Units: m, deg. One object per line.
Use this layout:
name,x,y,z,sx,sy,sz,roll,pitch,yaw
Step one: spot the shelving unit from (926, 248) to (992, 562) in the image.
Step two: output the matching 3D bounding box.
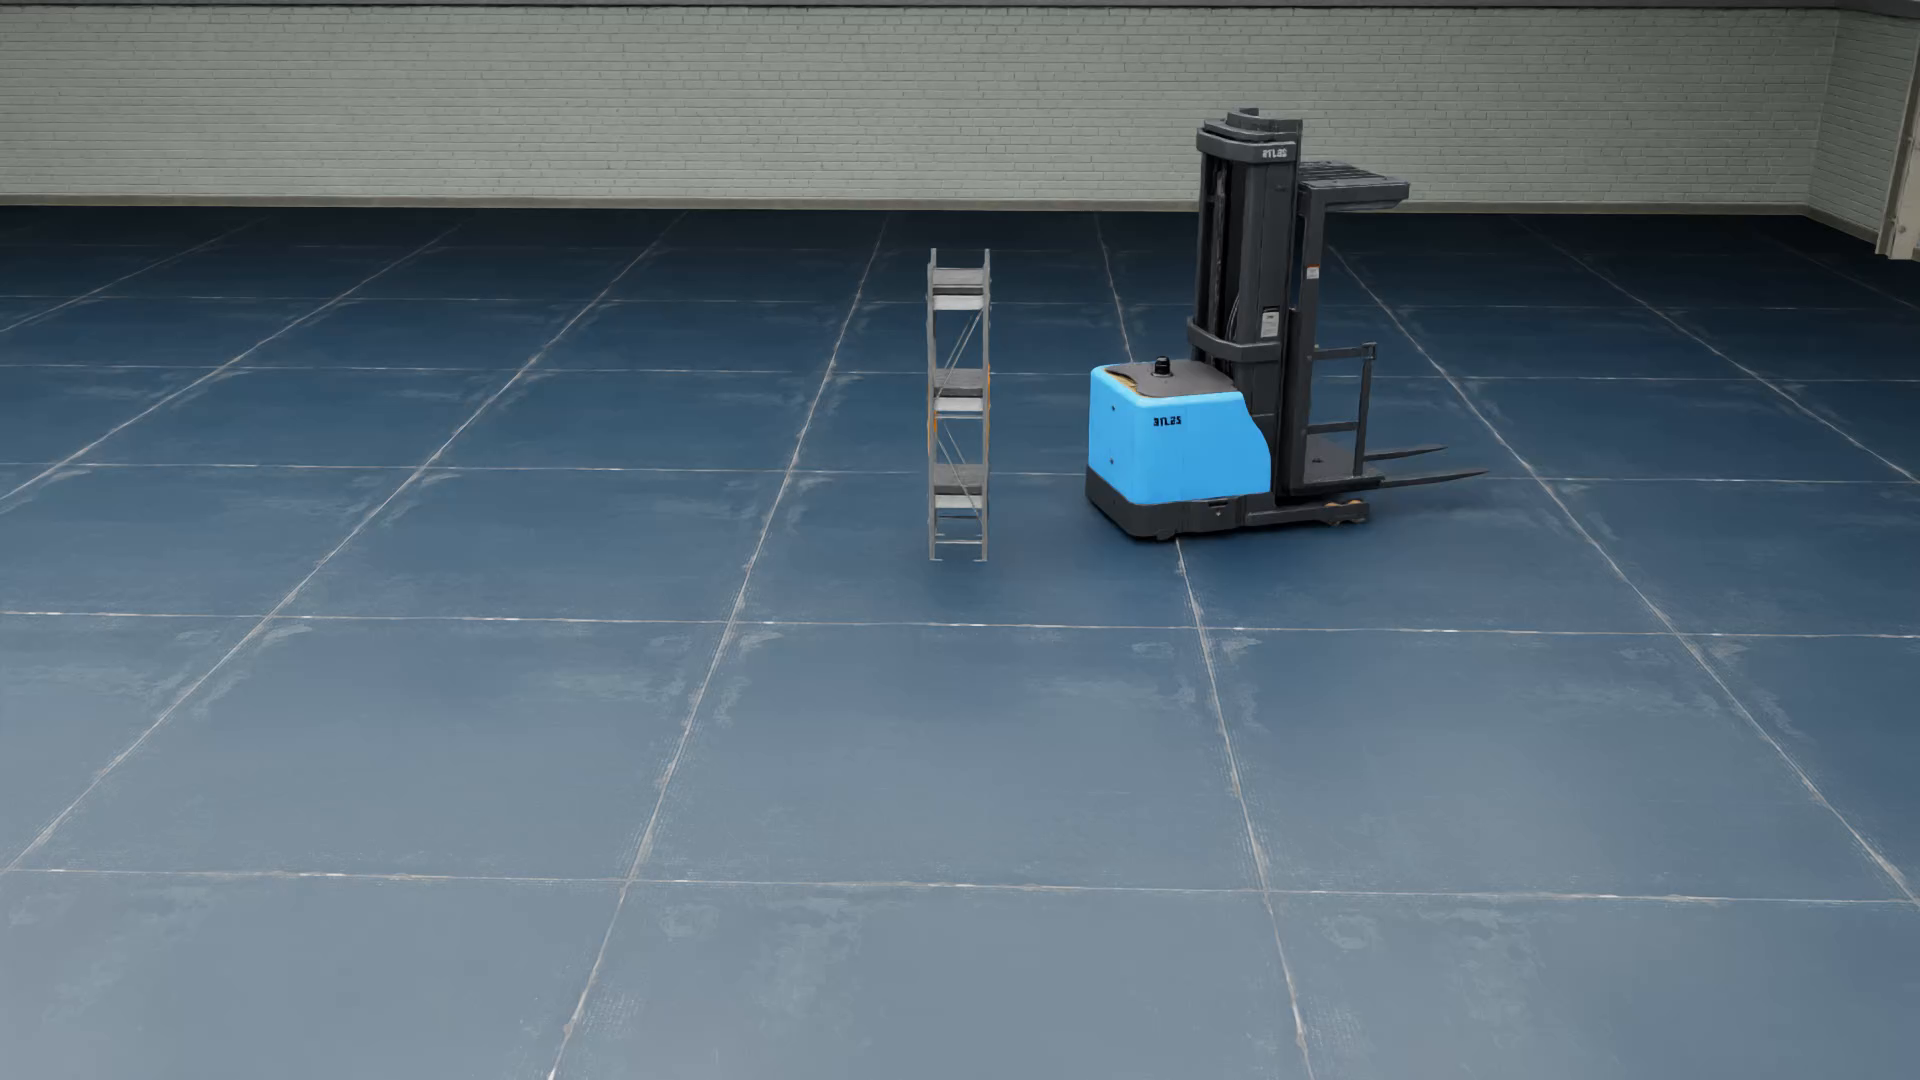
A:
shelving unit,-0.005,-0.919,11.495,0.431,2.100,0.503,1,21,2

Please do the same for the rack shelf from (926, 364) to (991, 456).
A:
rack shelf,-0.005,-0.906,11.500,0.431,0.518,0.480,1,21,2

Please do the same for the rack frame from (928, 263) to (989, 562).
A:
rack frame,-0.012,-0.831,11.267,0.400,2.100,0.015,1,21,2

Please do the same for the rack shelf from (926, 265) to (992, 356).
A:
rack shelf,-0.005,-1.559,11.247,0.431,0.518,0.480,1,21,2

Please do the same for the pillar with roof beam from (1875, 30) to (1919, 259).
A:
pillar with roof beam,7.764,-7.909,19.973,9.100,9.000,0.400,1,21,2

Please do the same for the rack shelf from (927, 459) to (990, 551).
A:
rack shelf,-0.005,-0.254,11.753,0.431,0.518,0.480,1,21,2

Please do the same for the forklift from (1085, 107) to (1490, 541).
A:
forklift,2.536,-1.651,12.232,3.031,2.935,1.130,-6,22,-15

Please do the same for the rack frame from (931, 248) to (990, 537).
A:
rack frame,0.002,-1.007,11.722,0.400,2.100,0.015,1,21,2
